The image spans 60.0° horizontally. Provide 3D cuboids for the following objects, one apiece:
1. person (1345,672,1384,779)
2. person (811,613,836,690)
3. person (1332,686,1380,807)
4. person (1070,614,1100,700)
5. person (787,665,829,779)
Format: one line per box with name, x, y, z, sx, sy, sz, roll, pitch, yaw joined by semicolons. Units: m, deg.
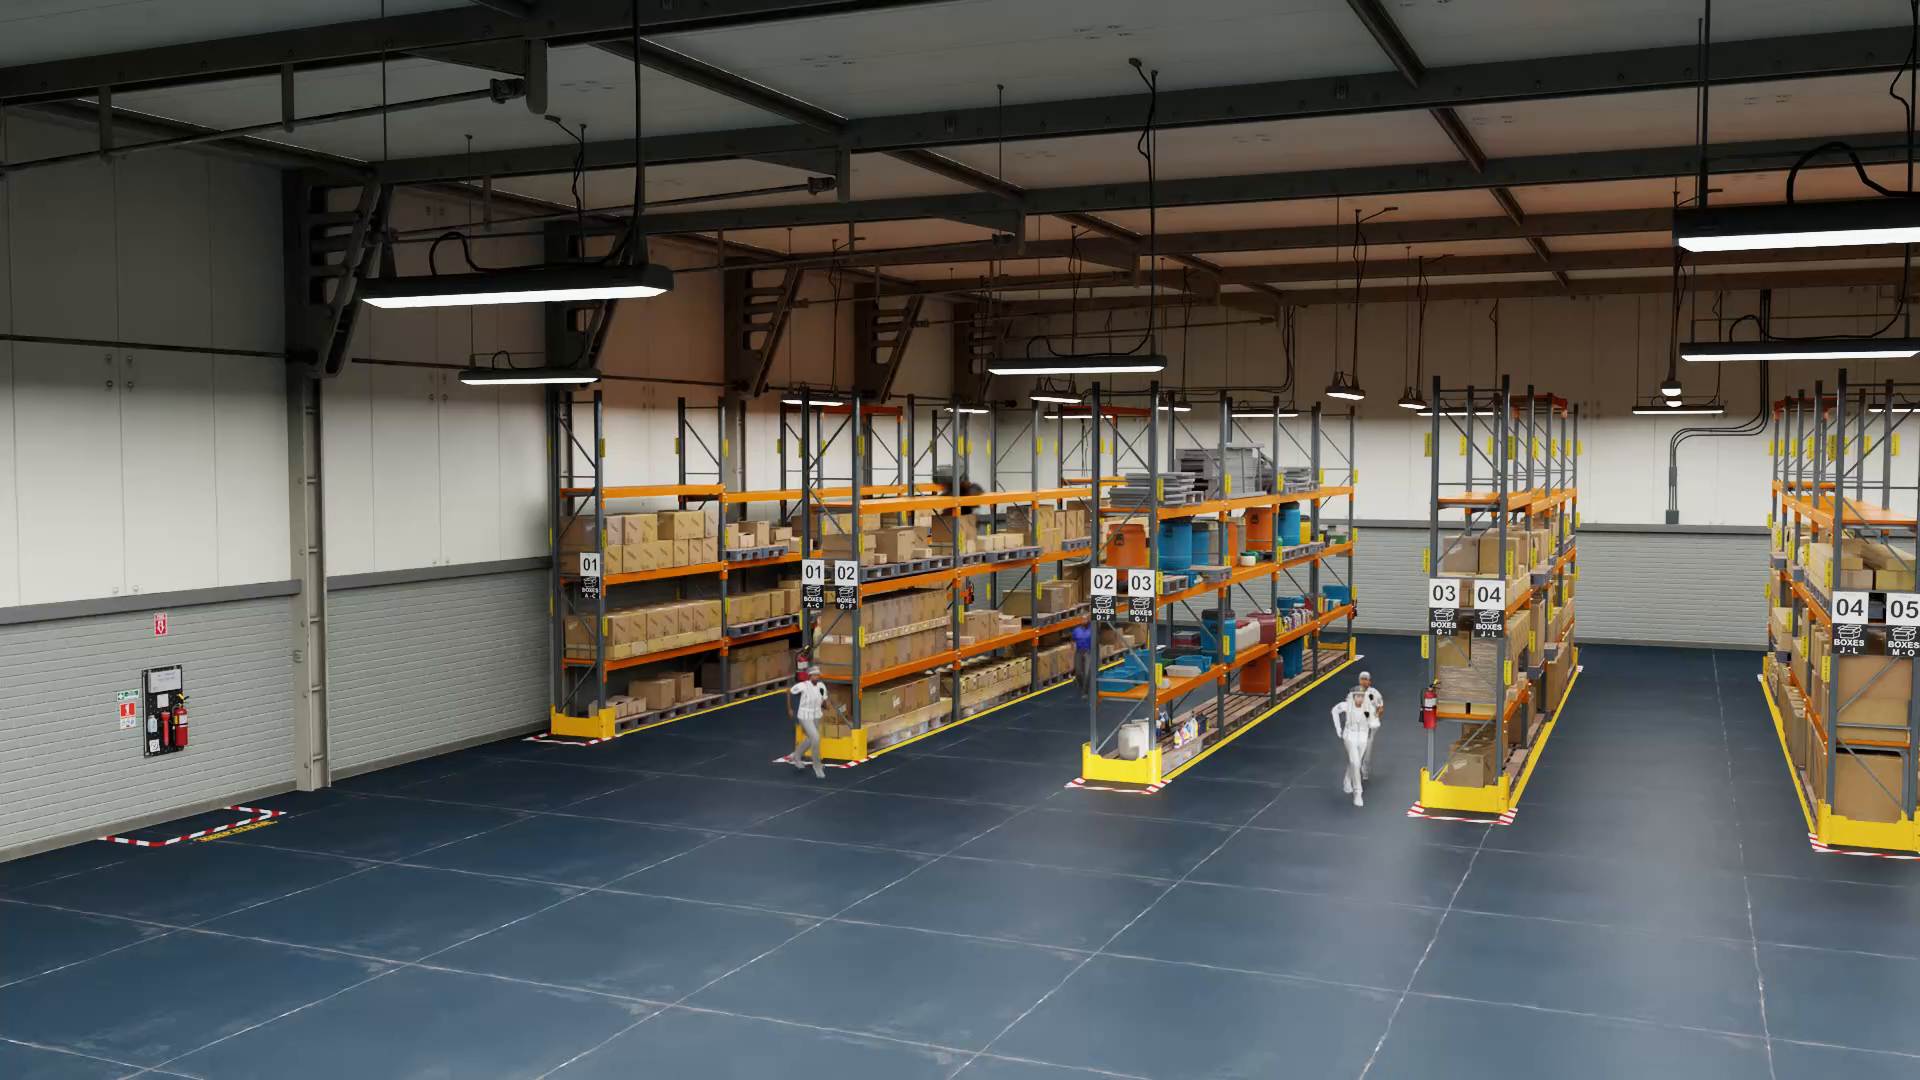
person;6.093;2.805;25.141;0.600;1.624;0.534;1;3;19
person;-2.536;2.181;30.448;0.564;1.692;0.845;1;3;24
person;5.605;2.875;23.597;0.609;1.684;0.905;0;3;-4
person;2.328;2.196;31.281;0.582;1.604;0.508;1;3;14
person;-2.326;2.763;25.475;0.599;1.736;0.848;-3;4;-40
